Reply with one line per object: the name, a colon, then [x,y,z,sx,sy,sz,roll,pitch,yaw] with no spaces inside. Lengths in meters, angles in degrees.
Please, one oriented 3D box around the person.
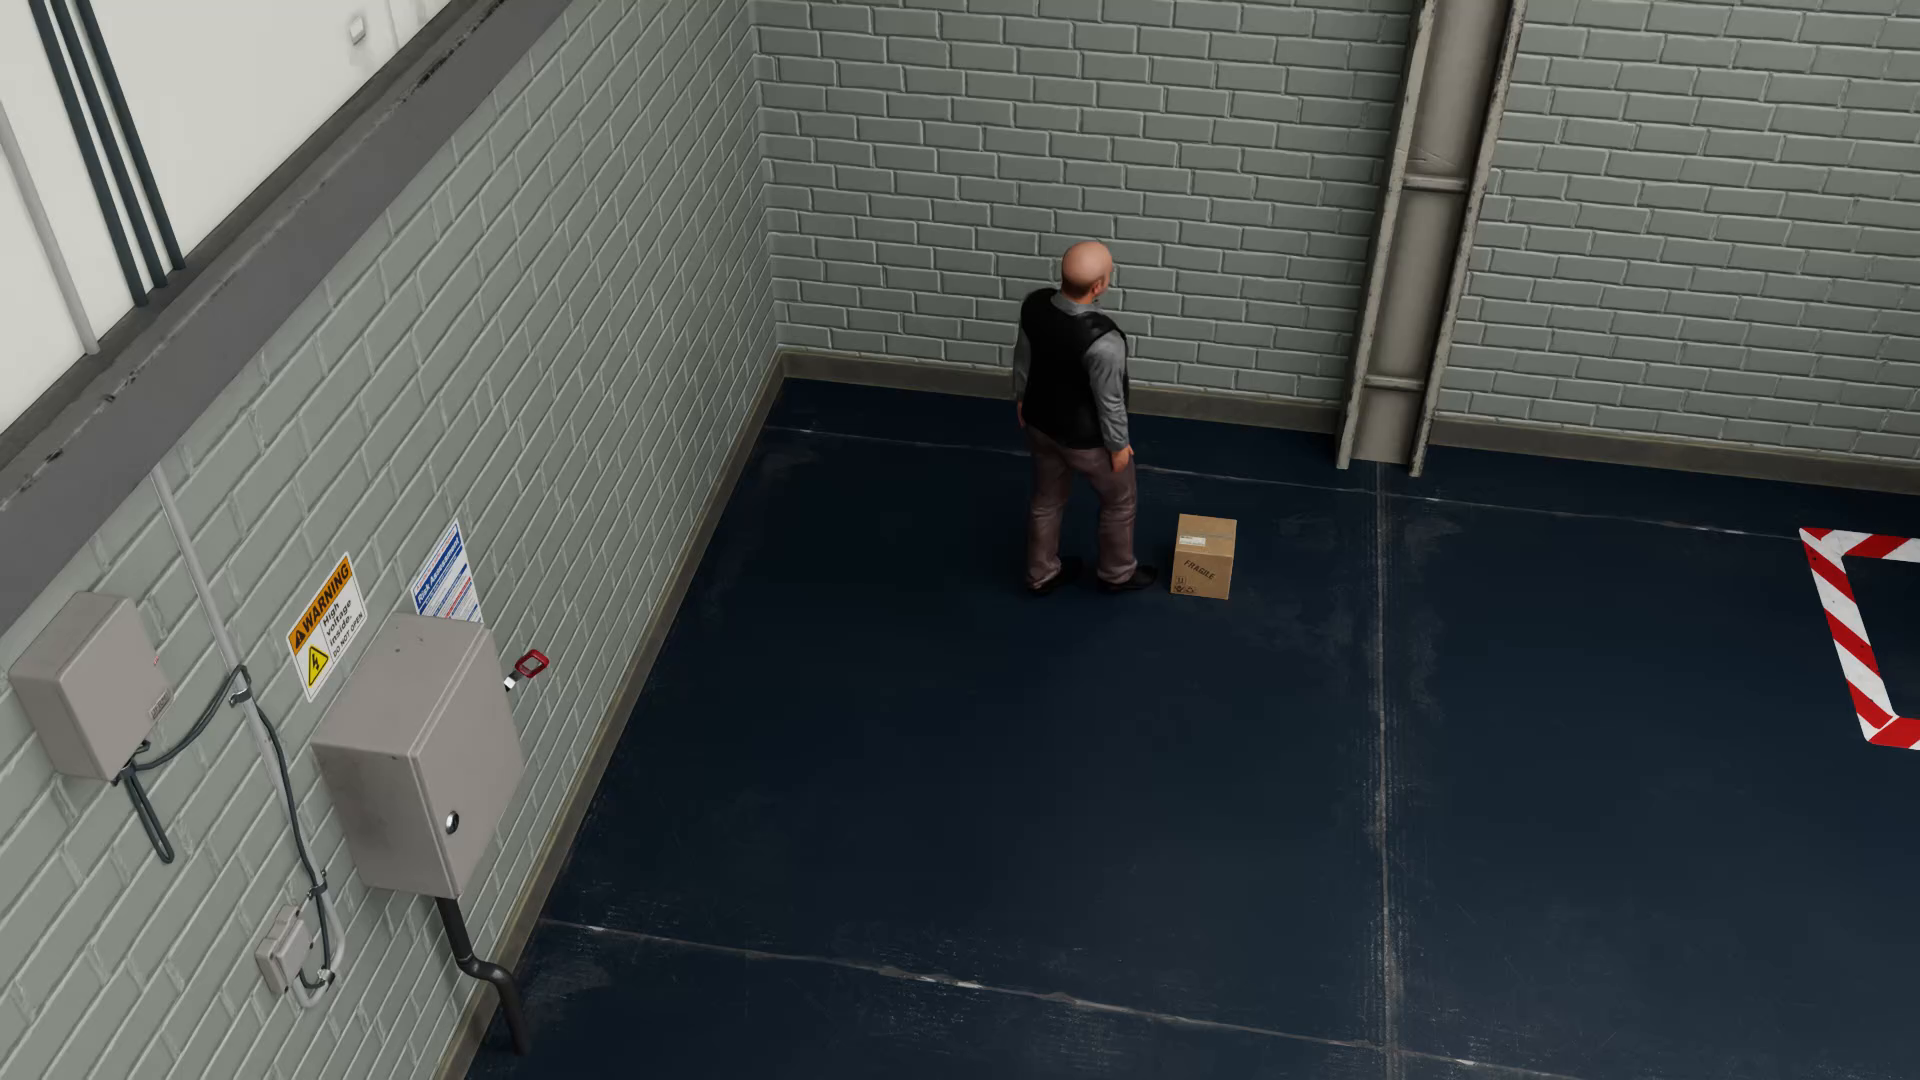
person: [0.524,-0.491,6.760,0.549,1.745,0.565,-32,50,-32]
